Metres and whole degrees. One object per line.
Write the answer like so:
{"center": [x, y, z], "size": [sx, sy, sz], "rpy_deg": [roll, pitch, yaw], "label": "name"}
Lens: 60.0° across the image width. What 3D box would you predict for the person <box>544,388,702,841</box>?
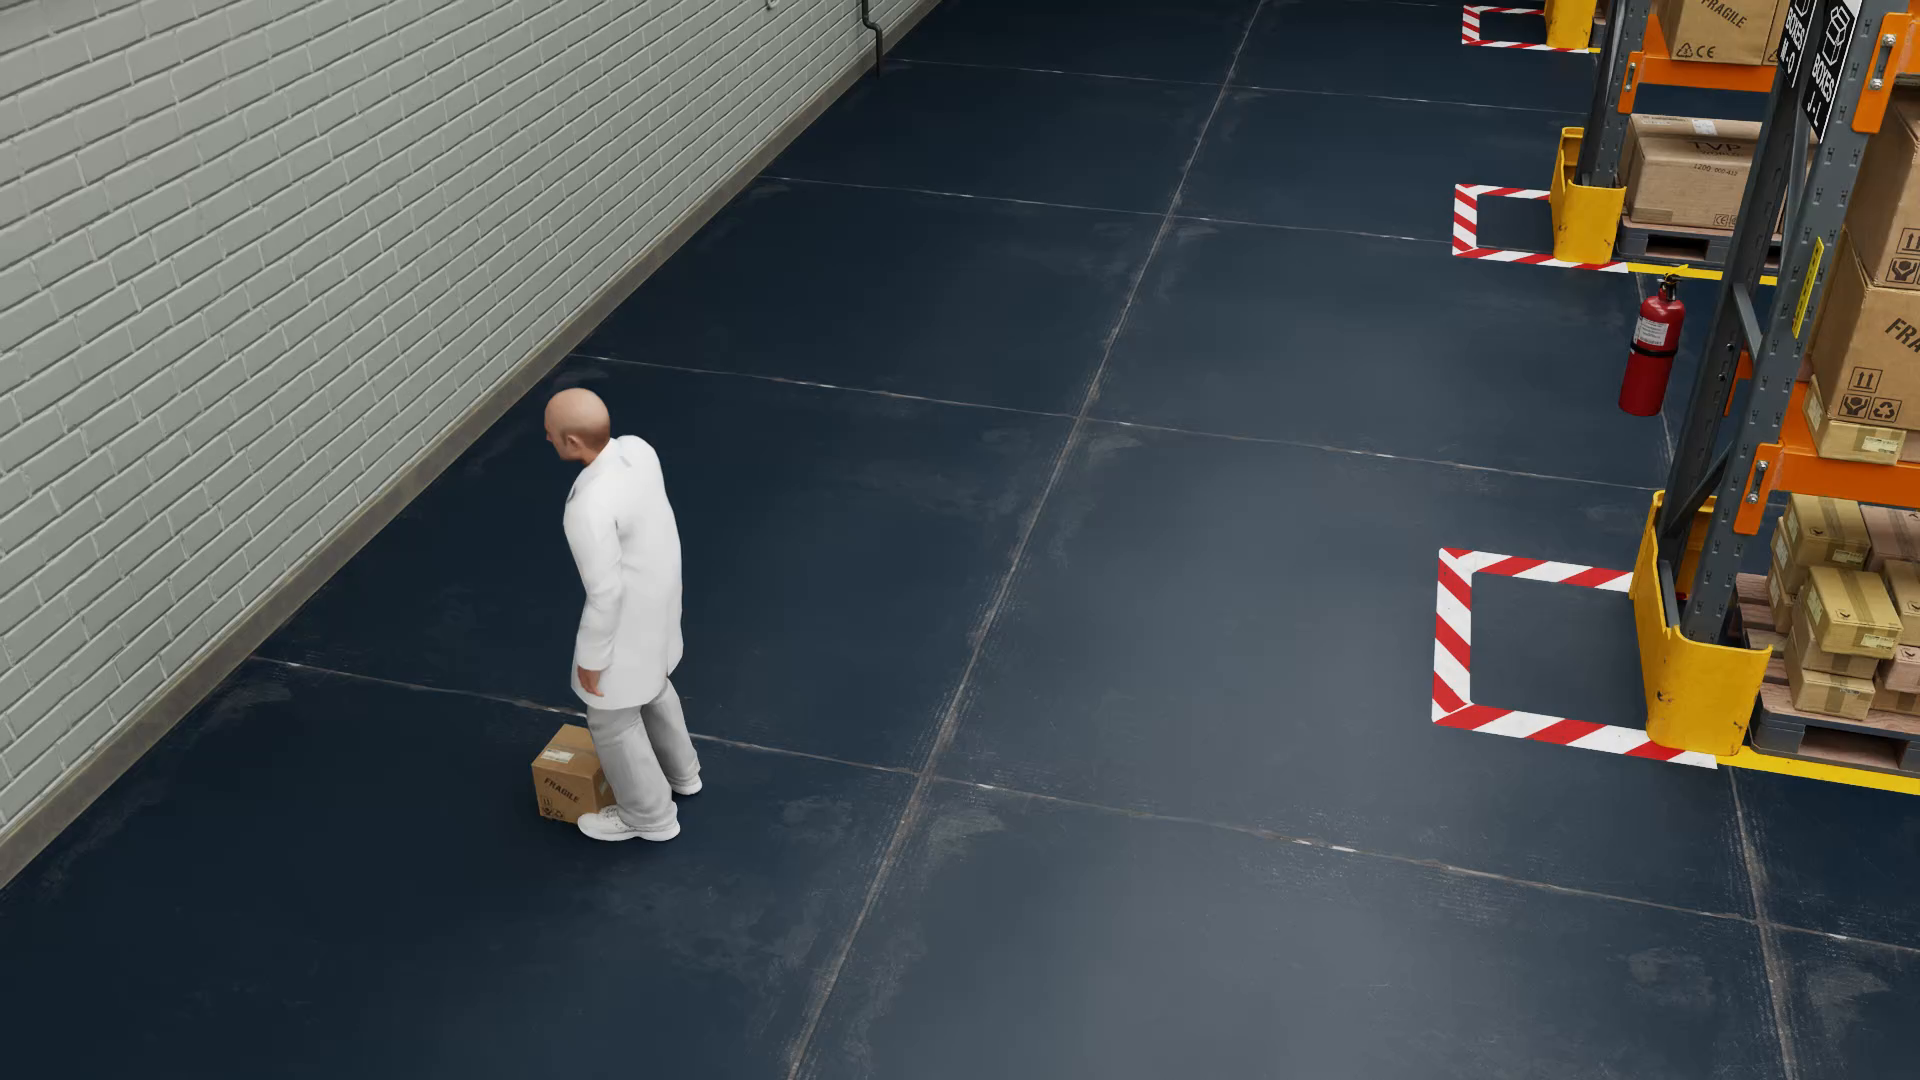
{"center": [-1.166, 0.270, 5.728], "size": [0.429, 1.772, 0.645], "rpy_deg": [6, 33, 10], "label": "person"}
